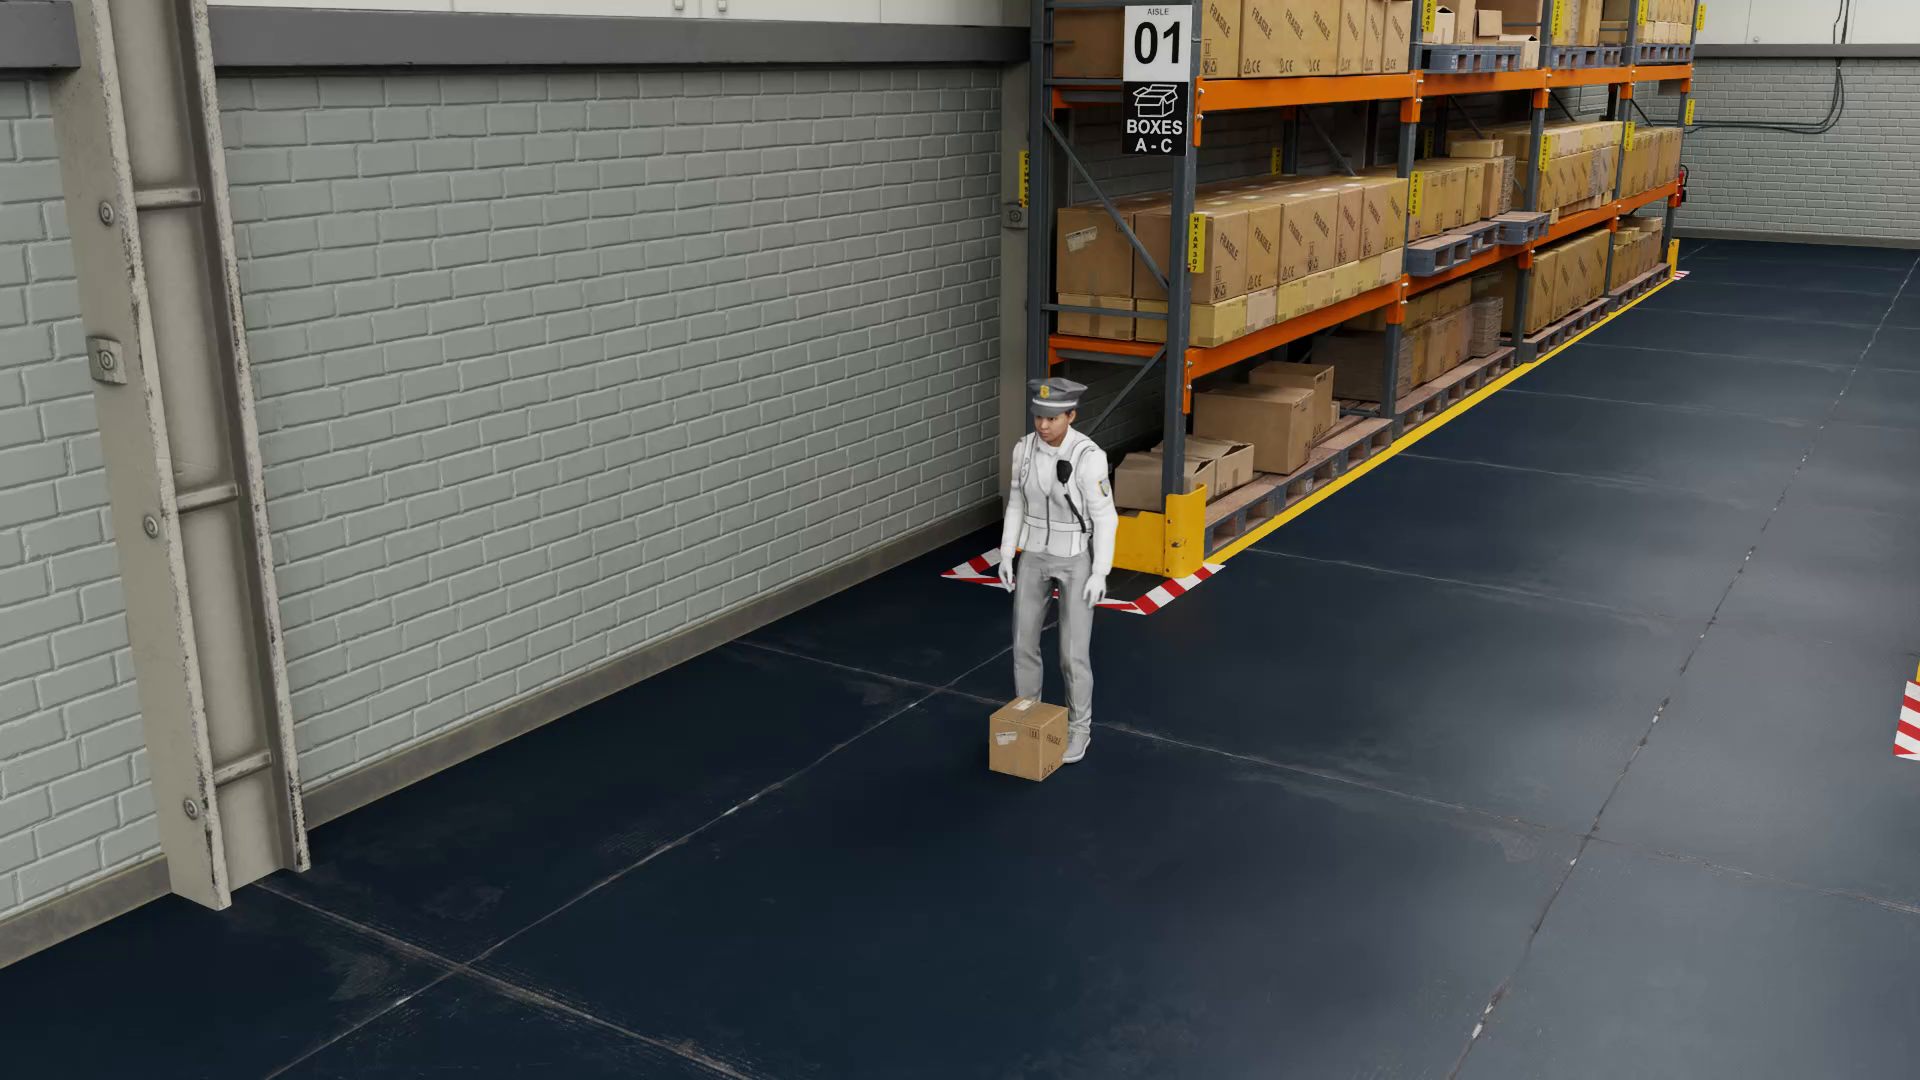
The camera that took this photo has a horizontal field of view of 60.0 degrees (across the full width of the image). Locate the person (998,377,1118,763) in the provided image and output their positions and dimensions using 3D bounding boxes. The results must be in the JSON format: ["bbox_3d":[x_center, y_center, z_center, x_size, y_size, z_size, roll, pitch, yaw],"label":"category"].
[{"bbox_3d":[0.410,0.116,7.129,0.529,1.664,0.375,10,19,30],"label":"person"}]
